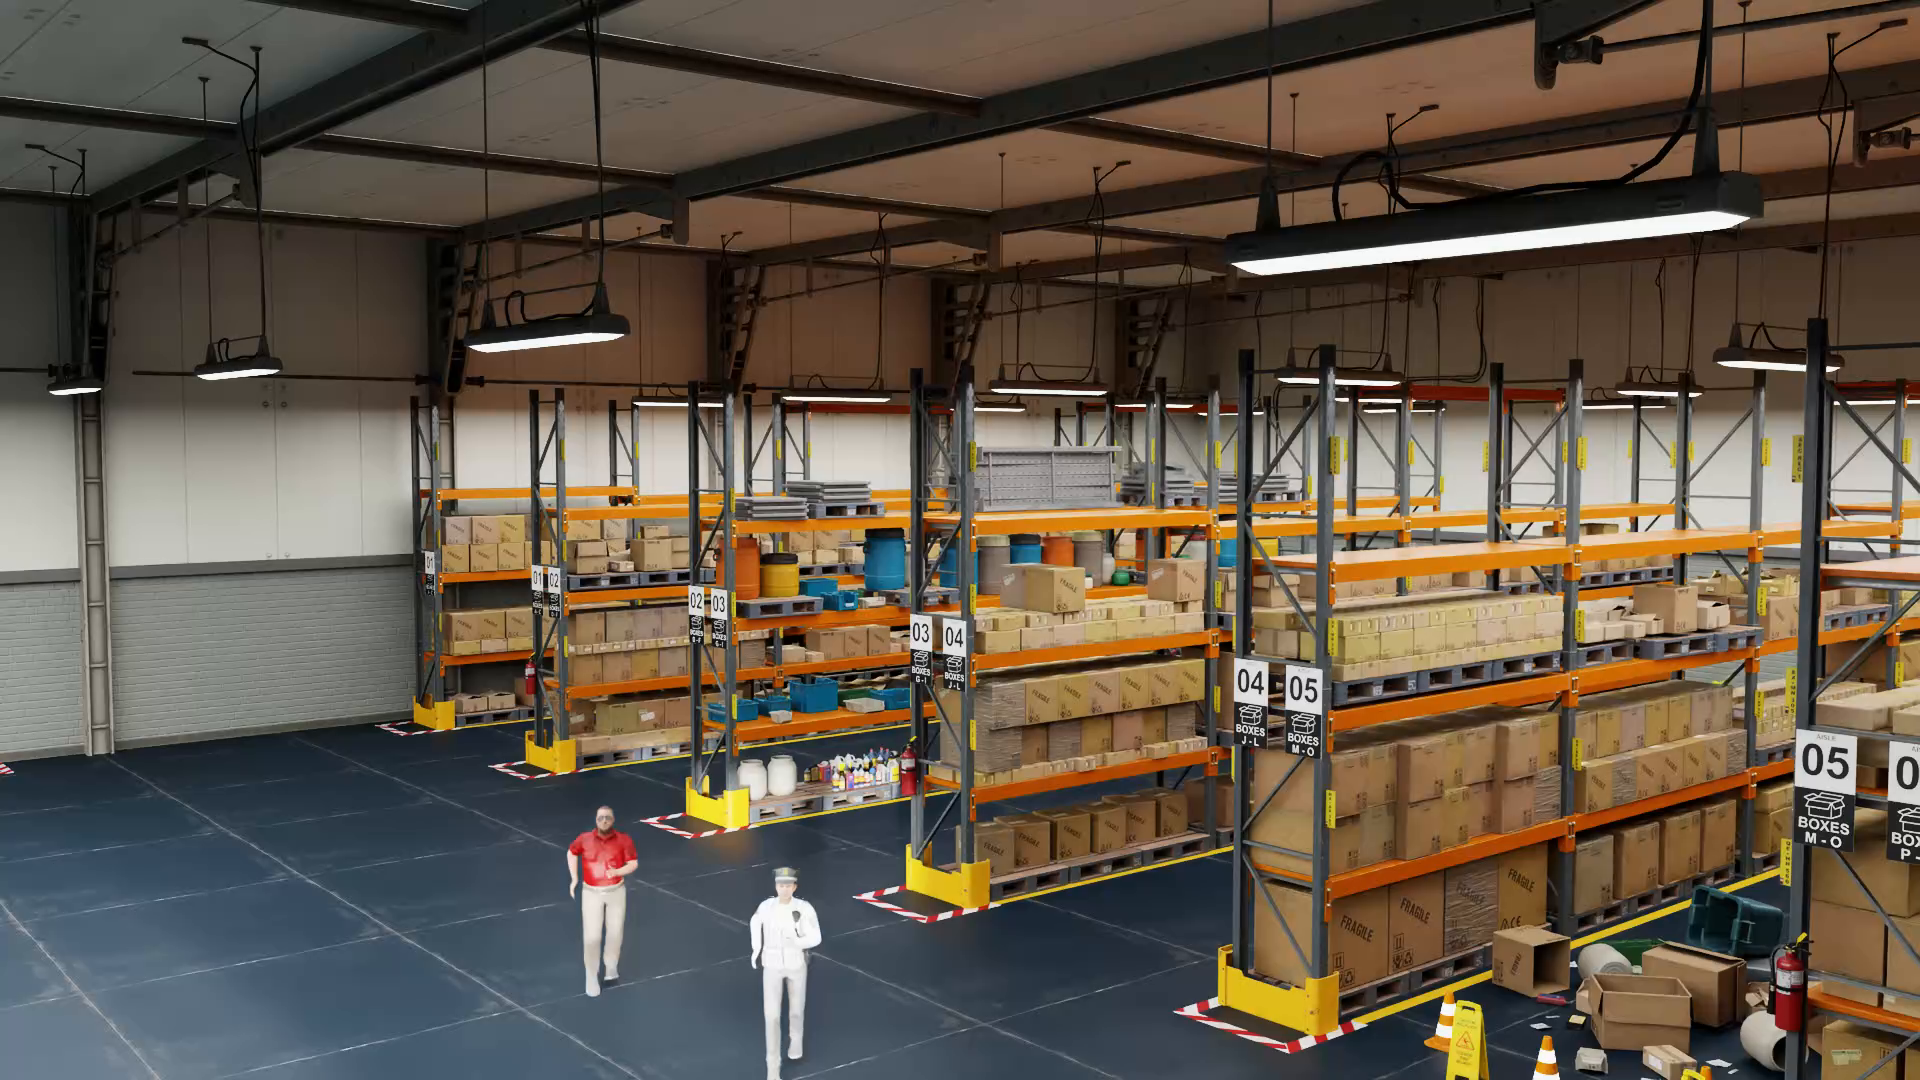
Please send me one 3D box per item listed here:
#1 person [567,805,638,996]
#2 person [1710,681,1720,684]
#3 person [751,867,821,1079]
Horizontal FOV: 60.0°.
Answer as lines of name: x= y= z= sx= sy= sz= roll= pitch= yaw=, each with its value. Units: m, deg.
person: x=-3.352 y=3.393 z=15.650 sx=0.637 sy=1.780 sz=0.733 roll=-1 pitch=3 yaw=-16
person: x=10.858 y=2.896 z=23.928 sx=0.543 sy=1.728 sz=0.699 roll=-2 pitch=4 yaw=-31
person: x=-1.422 y=3.505 z=13.554 sx=0.591 sy=1.733 sz=0.838 roll=0 pitch=3 yaw=-3
